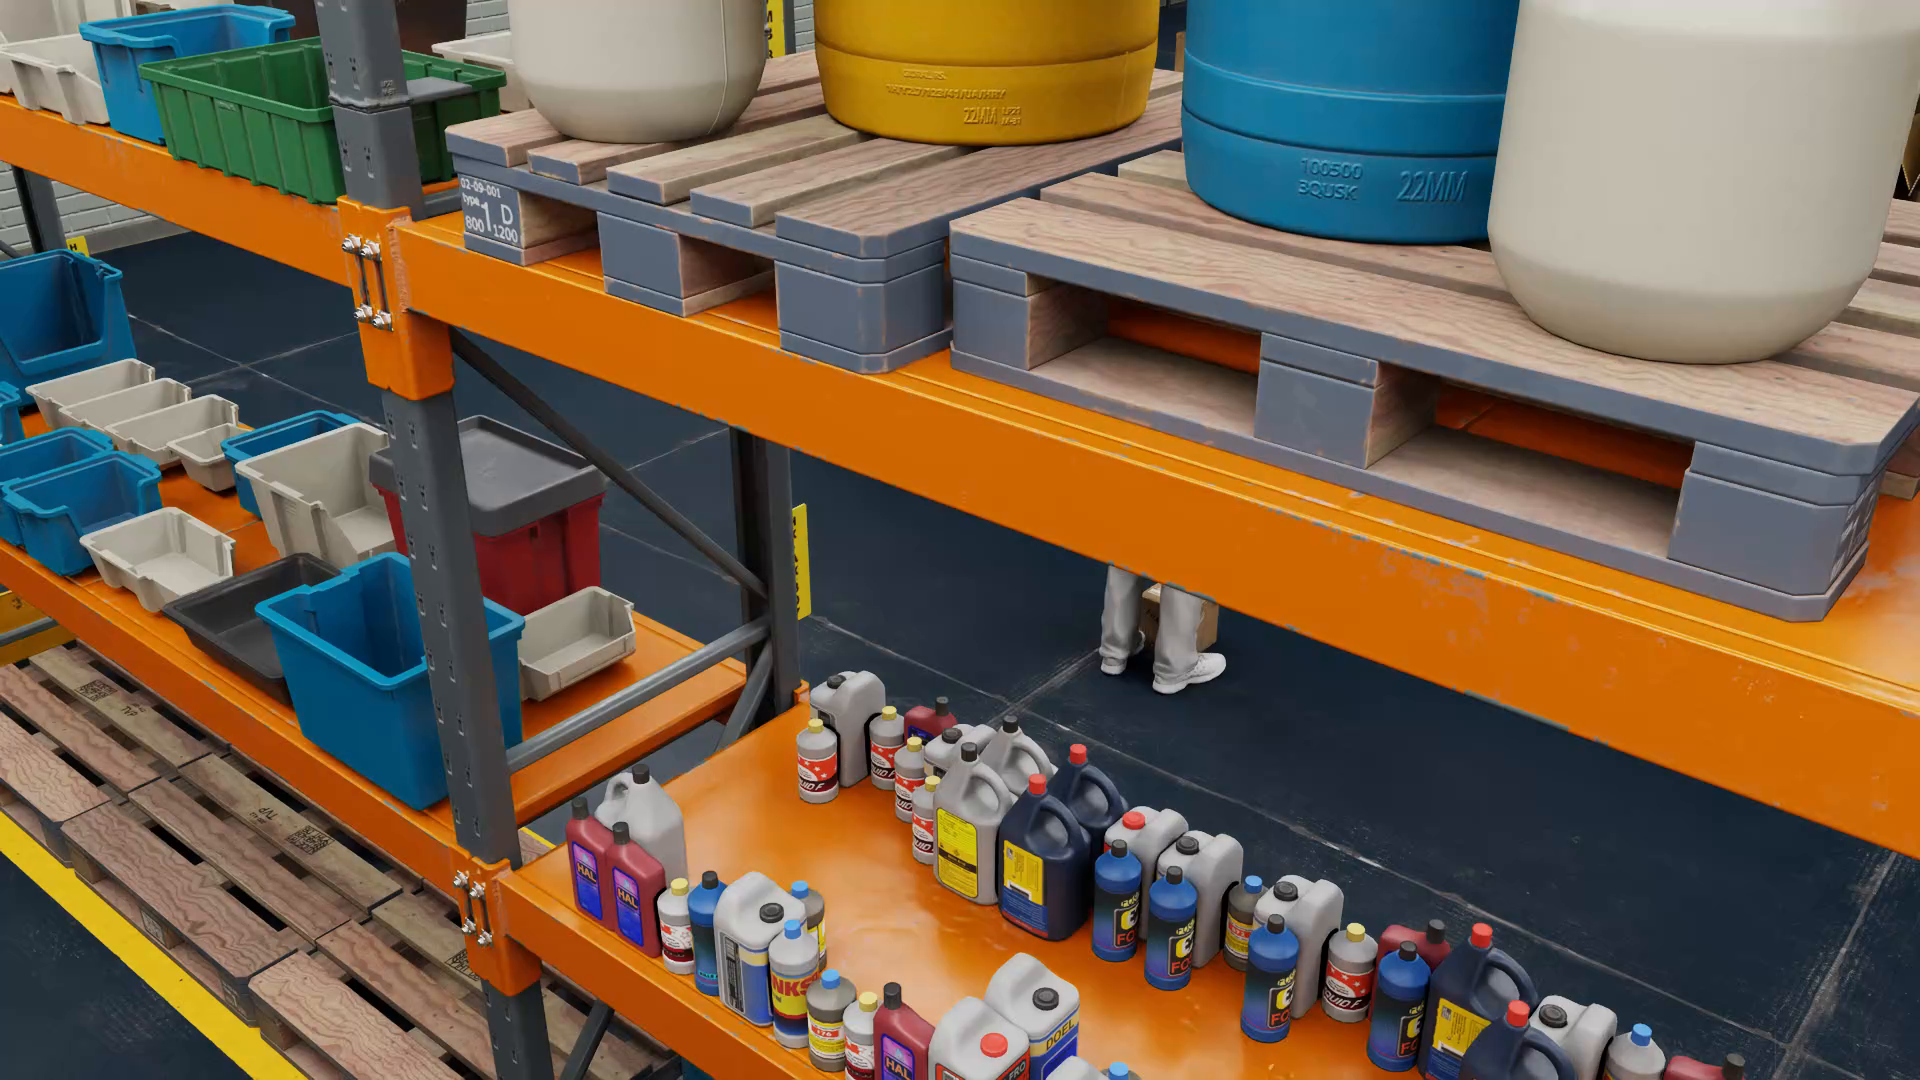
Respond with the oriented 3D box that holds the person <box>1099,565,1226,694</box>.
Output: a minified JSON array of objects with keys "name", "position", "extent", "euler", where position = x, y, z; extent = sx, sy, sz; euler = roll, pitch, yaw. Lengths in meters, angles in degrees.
[{"name":"person","position":[0.793,-0.252,6.628],"extent":[0.632,1.774,0.423],"euler":[21,34,35]}]
